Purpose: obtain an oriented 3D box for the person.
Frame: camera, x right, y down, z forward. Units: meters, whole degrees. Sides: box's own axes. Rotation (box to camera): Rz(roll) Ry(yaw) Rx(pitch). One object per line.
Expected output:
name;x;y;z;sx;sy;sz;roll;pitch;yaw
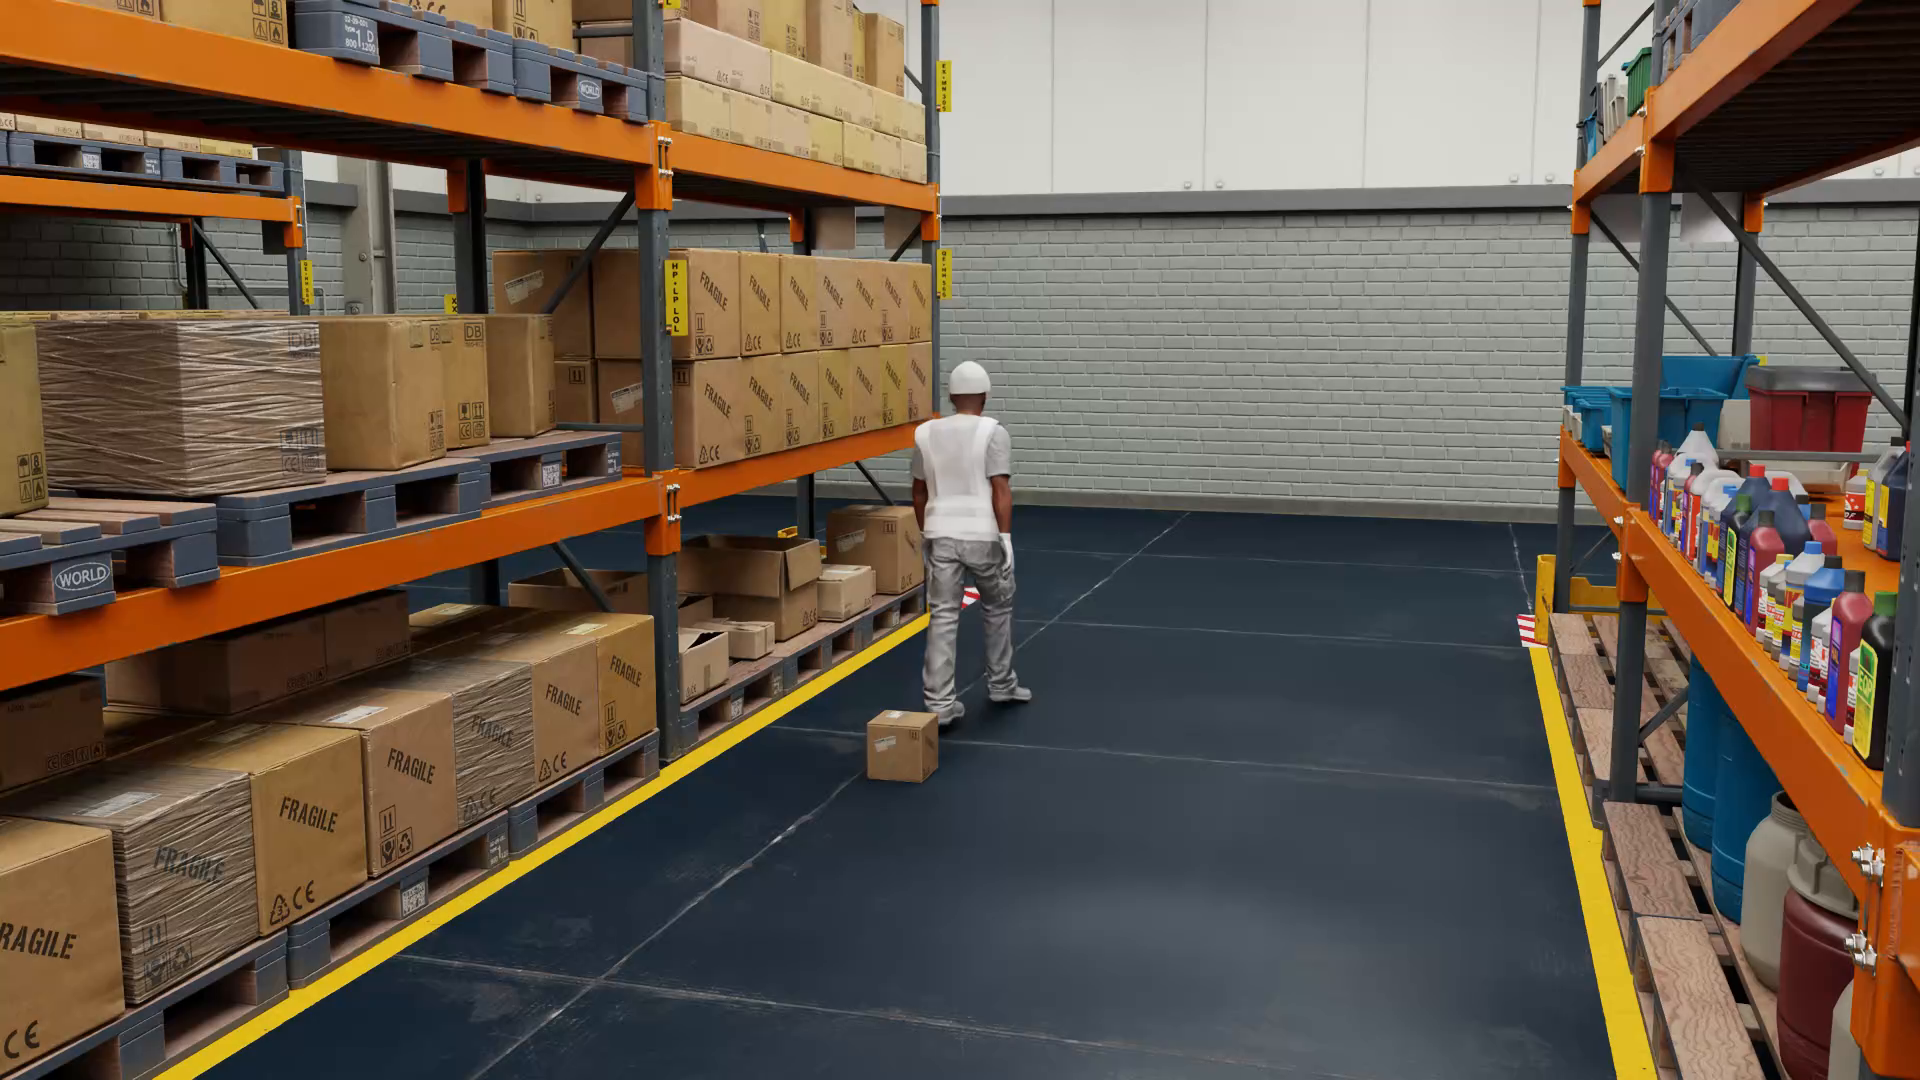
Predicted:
person;0.041;-0.003;8.260;0.591;1.759;0.858;3;9;19
